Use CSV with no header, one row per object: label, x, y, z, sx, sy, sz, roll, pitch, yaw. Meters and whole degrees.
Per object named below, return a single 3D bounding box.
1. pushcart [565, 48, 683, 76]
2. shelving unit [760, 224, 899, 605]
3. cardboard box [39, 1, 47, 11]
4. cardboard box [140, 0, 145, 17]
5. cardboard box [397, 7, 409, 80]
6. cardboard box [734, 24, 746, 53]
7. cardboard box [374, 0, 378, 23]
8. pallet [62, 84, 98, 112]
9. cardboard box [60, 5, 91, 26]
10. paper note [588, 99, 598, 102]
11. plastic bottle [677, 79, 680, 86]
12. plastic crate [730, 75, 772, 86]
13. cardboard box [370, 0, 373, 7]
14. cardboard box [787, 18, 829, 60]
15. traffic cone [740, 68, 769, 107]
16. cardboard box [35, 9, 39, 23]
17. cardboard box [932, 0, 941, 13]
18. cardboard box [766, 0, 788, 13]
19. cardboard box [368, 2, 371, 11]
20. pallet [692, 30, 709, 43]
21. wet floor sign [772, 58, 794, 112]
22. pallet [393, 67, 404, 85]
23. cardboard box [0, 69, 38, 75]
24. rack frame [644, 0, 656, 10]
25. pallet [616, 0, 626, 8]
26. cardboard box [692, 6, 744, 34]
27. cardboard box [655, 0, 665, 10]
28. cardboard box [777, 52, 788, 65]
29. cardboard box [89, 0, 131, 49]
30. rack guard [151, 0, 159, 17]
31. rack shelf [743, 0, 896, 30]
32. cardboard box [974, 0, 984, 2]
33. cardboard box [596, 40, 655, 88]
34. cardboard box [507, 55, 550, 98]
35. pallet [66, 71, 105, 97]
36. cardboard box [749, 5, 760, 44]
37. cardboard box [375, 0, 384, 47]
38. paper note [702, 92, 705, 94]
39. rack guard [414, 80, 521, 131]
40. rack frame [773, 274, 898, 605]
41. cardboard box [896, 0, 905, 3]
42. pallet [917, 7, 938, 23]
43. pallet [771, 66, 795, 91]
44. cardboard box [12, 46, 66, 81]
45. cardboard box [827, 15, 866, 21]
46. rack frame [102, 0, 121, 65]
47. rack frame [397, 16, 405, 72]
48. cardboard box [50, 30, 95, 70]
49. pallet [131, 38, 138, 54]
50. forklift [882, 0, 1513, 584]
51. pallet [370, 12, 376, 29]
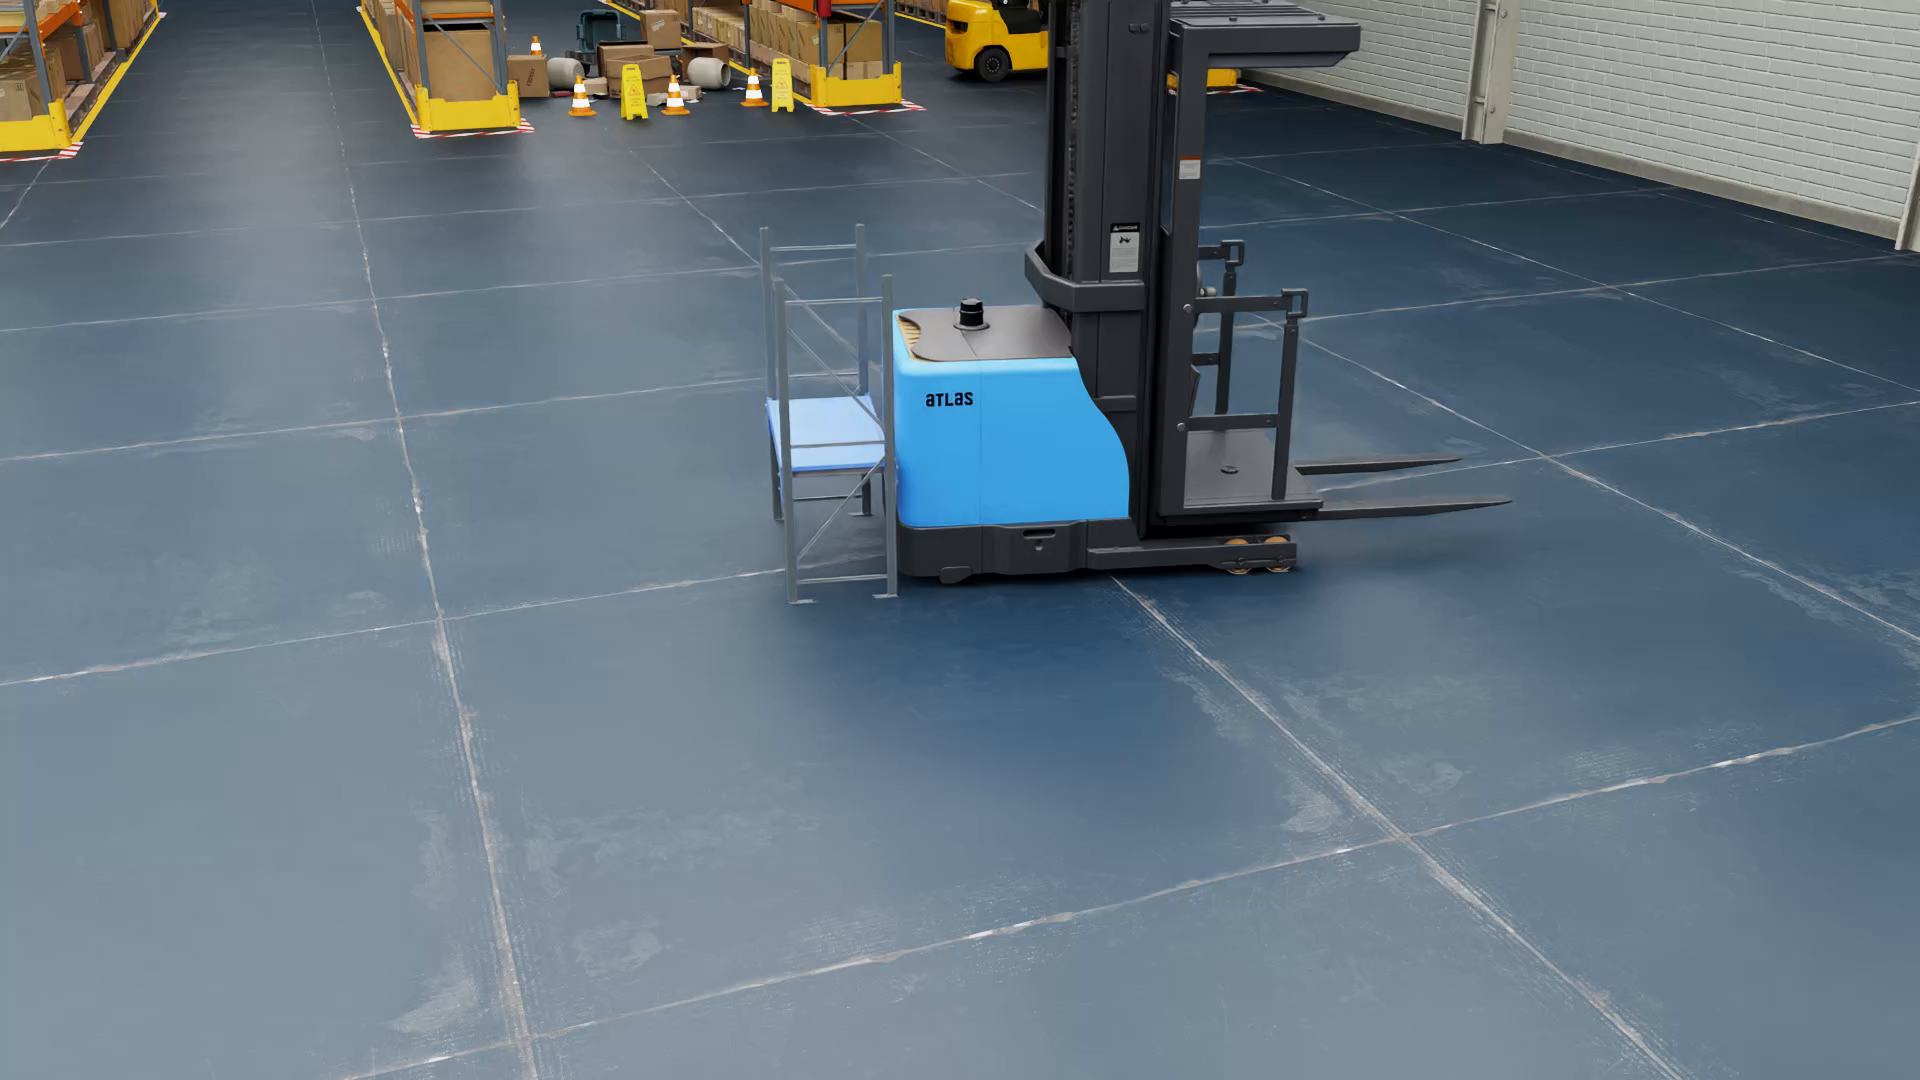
pushcart,-4.861,-7.022,24.425,1.648,0.377,0.936,-18,29,-37
shelving unit,-0.621,-0.612,7.770,0.538,1.500,1.048,-4,23,-9
cardboard box,-10.929,-6.222,19.474,0.380,0.149,0.250,-8,24,-19
cardboard box,-15.319,-9.901,30.073,0.875,0.875,0.875,-8,24,-19
cardboard box,-7.184,-6.822,22.768,0.875,0.875,0.875,-8,24,-18
cardboard box,-2.933,-7.734,25.581,0.950,0.372,0.625,-8,24,-18
cardboard box,-10.154,-9.489,29.579,0.500,0.500,0.500,-7,24,-17
pallet,-11.746,-5.678,21.449,1.003,0.211,1.213,-8,24,-19
cardboard box,-12.968,-7.621,24.156,0.500,0.250,0.500,-6,23,-13
paper note,-4.878,-5.811,22.000,0.144,0.017,0.142,0,23,-1
plastic bottle,-4.044,-6.481,23.548,0.133,0.061,0.283,-4,23,-10
plastic crate,-2.958,-6.533,23.647,0.402,0.080,0.583,-18,29,-37
cardboard box,-10.682,-9.937,30.711,0.380,0.149,0.250,-10,25,-22
cardboard box,-2.047,-6.825,22.614,0.500,0.500,0.500,-7,24,-17
traffic cone,-2.691,-5.918,21.696,0.336,0.463,0.334,-8,24,-19
cardboard box,-10.551,-5.862,18.620,0.380,0.149,0.250,-8,24,-19
cardboard box,-0.221,-10.236,31.352,0.500,0.500,0.500,-7,24,-17
cardboard box,-2.520,-7.543,23.484,0.380,0.149,0.250,-7,24,-16
cardboard box,-10.989,-10.104,31.490,0.380,0.149,0.250,-8,24,-19
pallet,-3.884,-8.446,28.017,1.003,0.211,1.213,-8,24,-19
wet floor sign,-2.266,-5.807,21.198,0.267,0.644,0.232,0,23,-1
pallet,-7.683,-6.831,24.185,1.003,0.211,1.213,-8,24,-19
cardboard box,-11.051,-5.232,19.478,0.500,0.500,0.500,-2,23,-5
rack frame,-5.571,-11.468,31.597,1.000,3.000,0.127,-8,24,-19
pallet,-6.629,-11.357,34.924,1.003,0.211,1.213,-8,24,-19
cardboard box,-3.968,-8.791,28.088,0.950,0.372,0.625,-10,25,-23
cardboard box,-5.277,-10.468,31.420,0.875,0.875,0.875,-8,24,-17
cardboard box,-2.235,-6.670,23.213,0.500,0.250,0.500,-9,25,-21
cardboard box,-13.654,-8.123,25.856,1.225,0.875,0.875,-10,25,-21
rack guard,-16.264,-10.419,32.326,1.175,0.500,0.348,-8,24,-19
rack shelf,-2.039,-7.503,23.116,1.077,0.370,4.000,-8,24,-19
cardboard box,0.692,-9.568,29.606,0.875,0.625,0.625,-8,24,-17
cardboard box,-4.659,-6.650,23.205,0.797,0.637,0.503,-8,24,-19
cardboard box,-5.832,-6.272,22.483,0.500,0.500,0.500,-4,23,-10
pallet,-12.293,-6.199,22.687,1.003,0.211,1.213,-8,24,-19
cardboard box,-2.789,-7.582,24.411,0.500,0.500,0.500,-7,24,-16
cardboard box,-8.622,-8.222,26.252,1.050,0.750,0.750,-9,24,-20
paper note,-3.504,-6.118,22.752,0.032,0.001,0.123,-8,24,-19
rack guard,-5.919,-5.232,20.019,1.175,0.500,0.348,-8,24,-19
rack frame,-0.536,-0.417,7.308,0.500,1.500,0.032,-4,23,-9
cardboard box,-0.969,-10.986,33.130,0.500,0.500,0.500,-7,24,-17
pallet,-0.172,-10.131,32.016,1.003,0.211,1.213,-8,24,-19
pallet,-2.040,-6.593,23.621,1.003,0.211,1.213,-8,24,-19
cardboard box,-11.912,-6.093,21.521,0.500,0.500,0.500,-9,25,-21
cardboard box,-1.556,-6.909,22.814,0.500,0.500,0.500,-9,25,-21
rack frame,-13.429,-8.655,24.923,1.000,3.000,0.127,-8,24,-19
rack frame,-7.340,-7.846,23.002,1.000,3.000,0.127,-8,24,-19
cardboard box,-12.562,-6.858,23.311,0.700,0.500,0.500,-11,25,-24
pallet,-14.065,-8.110,27.219,1.003,0.211,1.213,-8,24,-19
forklift,1.161,-1.387,7.768,3.031,2.935,1.130,-3,23,-7
pallet,-10.437,-9.707,31.008,1.003,0.211,1.213,-8,24,-19
